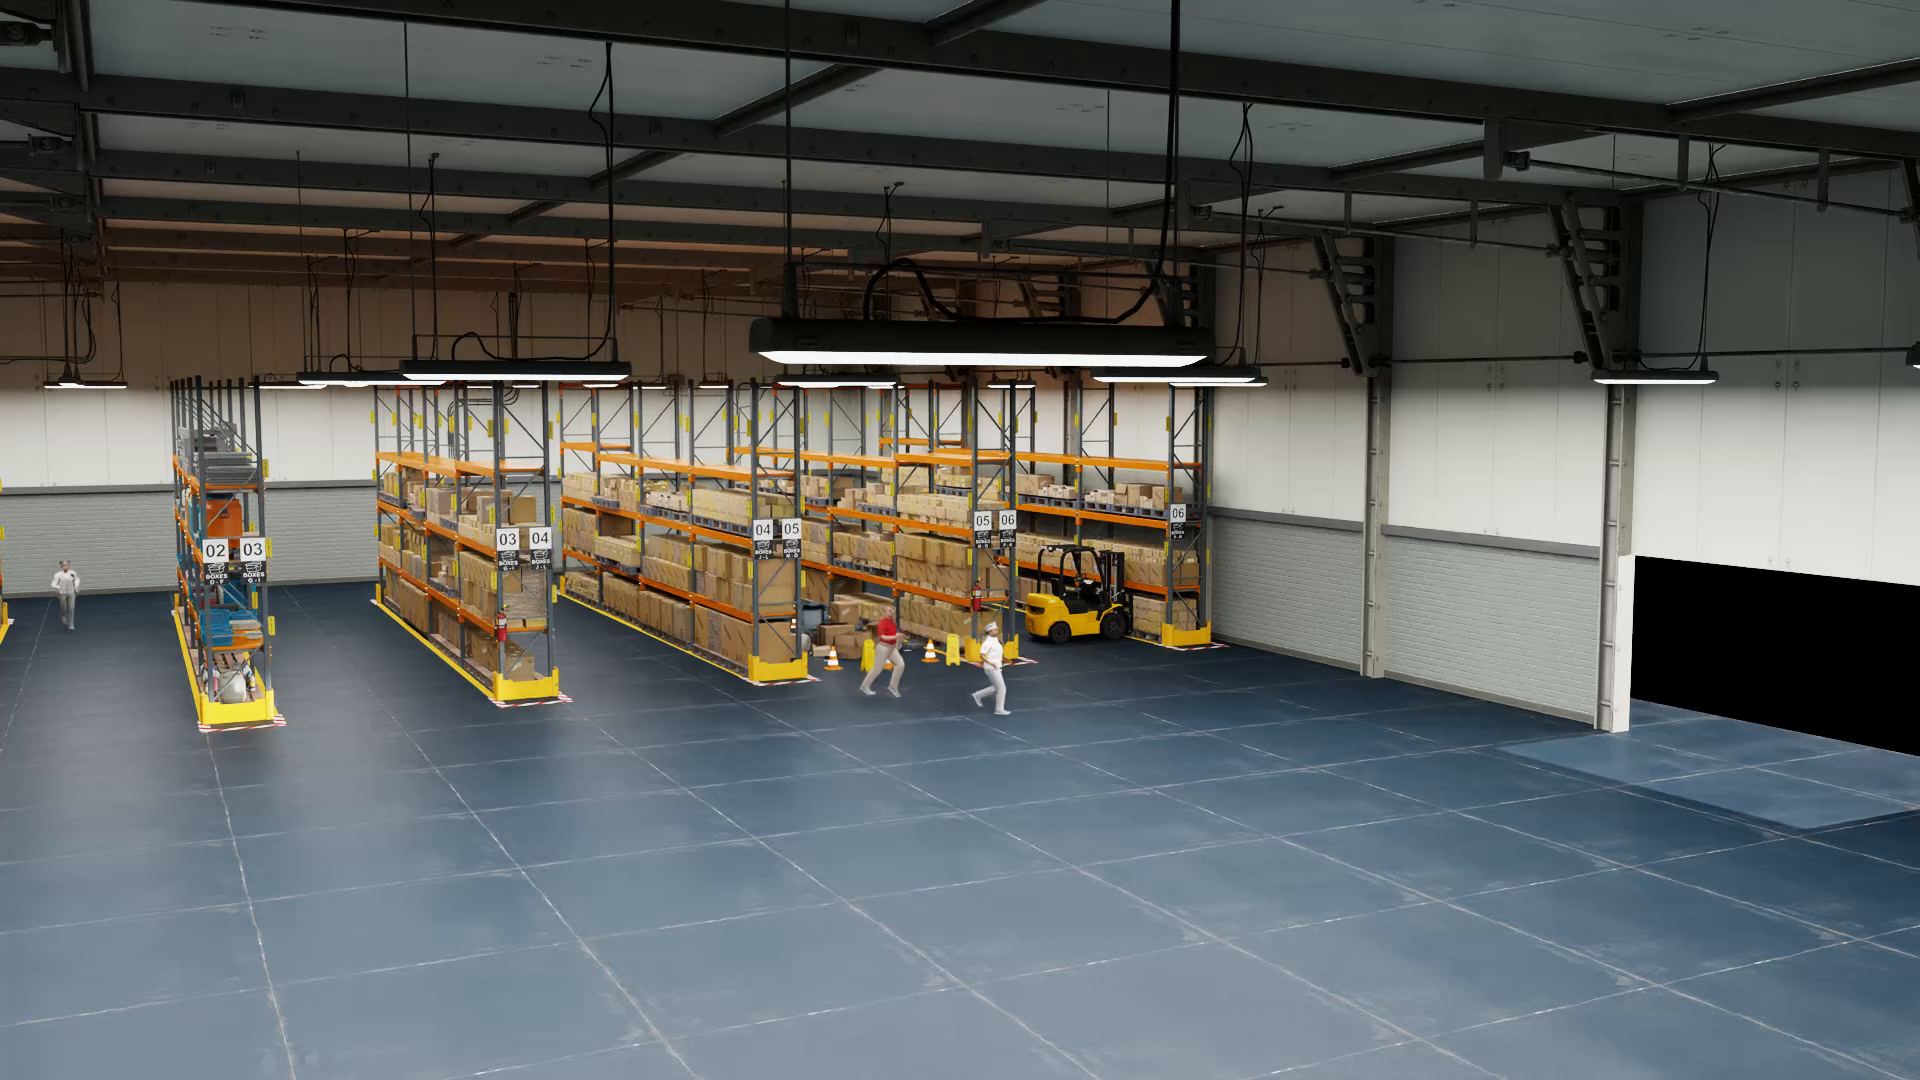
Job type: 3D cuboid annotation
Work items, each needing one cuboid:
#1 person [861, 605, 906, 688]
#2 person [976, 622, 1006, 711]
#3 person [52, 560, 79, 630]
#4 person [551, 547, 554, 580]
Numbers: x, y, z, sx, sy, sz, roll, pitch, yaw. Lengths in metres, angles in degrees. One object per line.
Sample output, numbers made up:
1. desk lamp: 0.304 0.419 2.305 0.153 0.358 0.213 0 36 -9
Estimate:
1. person: -1.388 1.999 31.198 0.887 1.571 0.672 2 6 24
2. person: 0.543 2.236 29.519 0.609 1.594 0.546 2 5 18
3. person: -21.553 1.309 40.120 0.620 1.684 0.899 -4 6 -36
4. person: -11.971 0.630 47.897 0.613 1.514 0.512 3 6 29
